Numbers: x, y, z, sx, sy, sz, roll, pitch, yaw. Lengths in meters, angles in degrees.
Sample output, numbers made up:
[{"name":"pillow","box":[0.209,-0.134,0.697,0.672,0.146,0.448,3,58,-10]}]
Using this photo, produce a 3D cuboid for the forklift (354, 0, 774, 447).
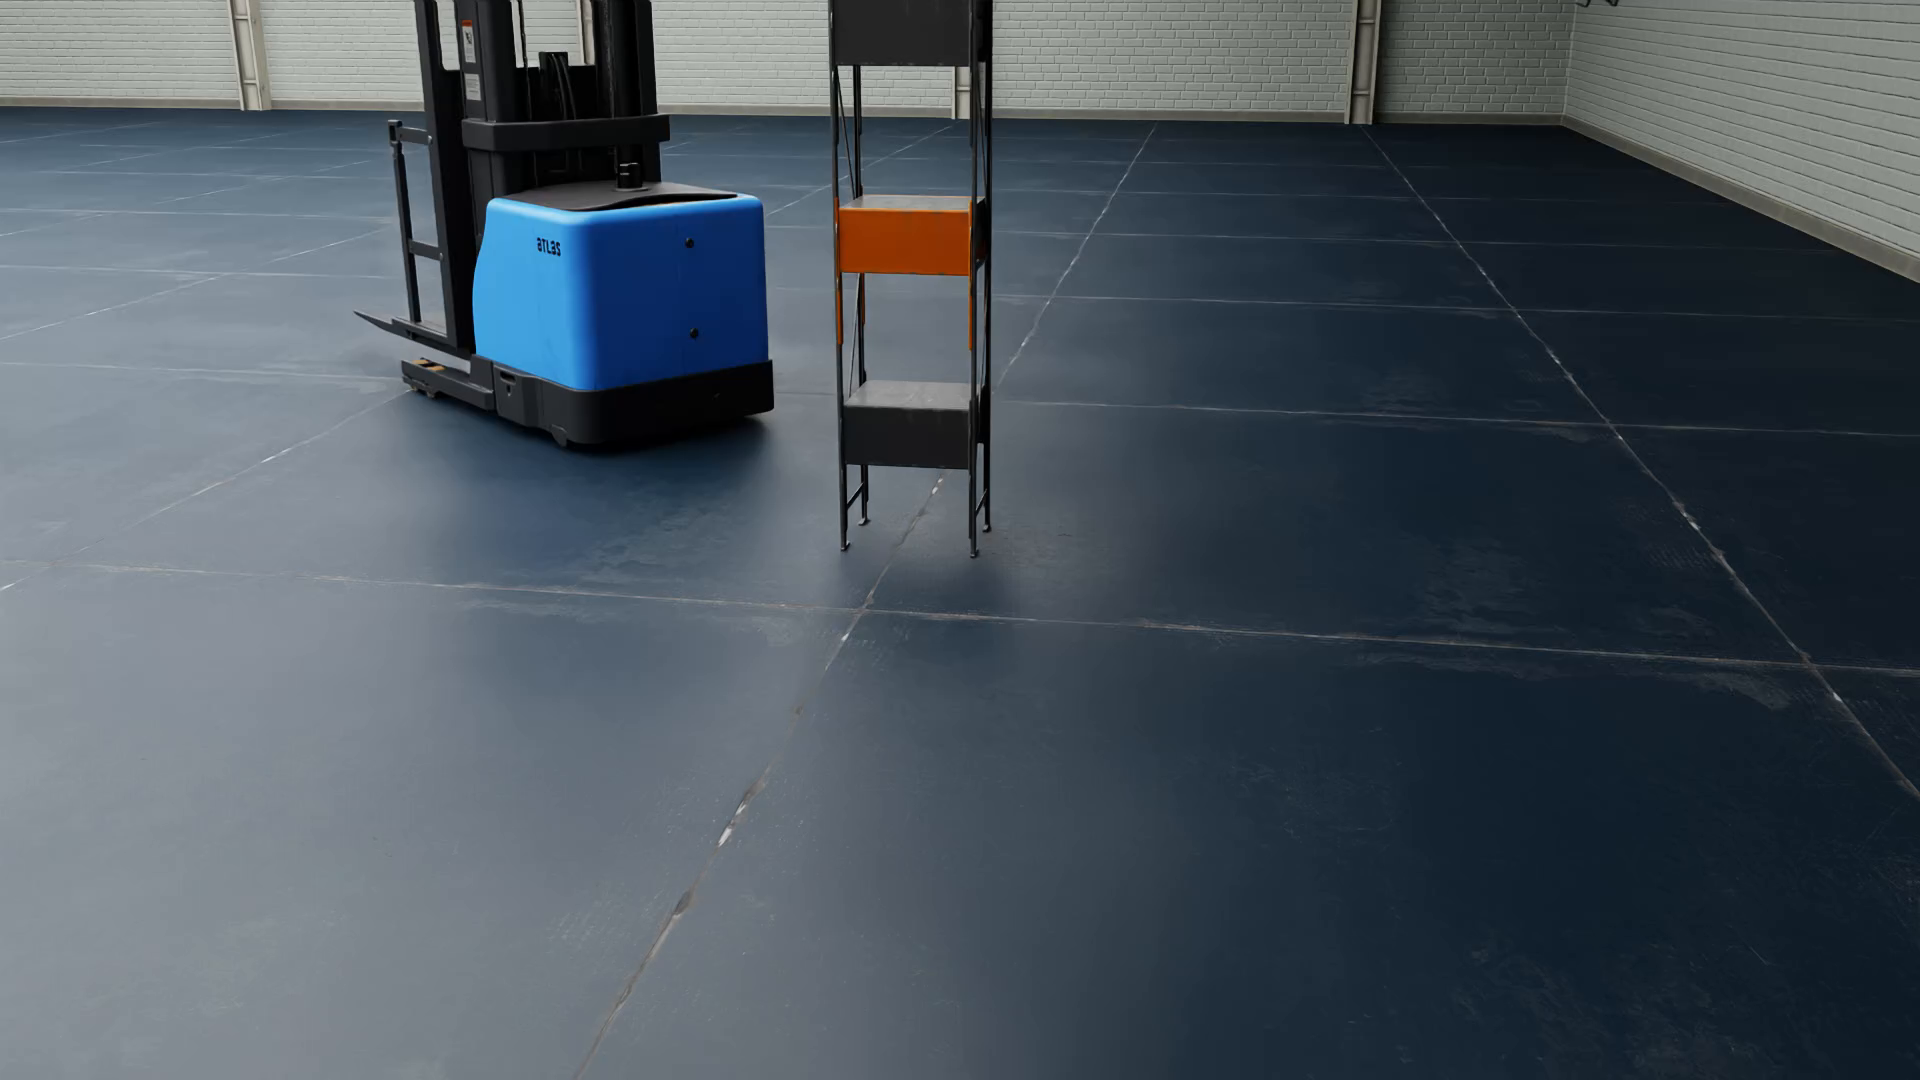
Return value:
[{"name":"forklift","box":[-2.234,-2.202,8.265,1.130,2.935,3.031,-15,24,-38]}]

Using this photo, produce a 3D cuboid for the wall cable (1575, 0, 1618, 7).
[{"name":"wall cable","box":[8.710,-8.524,22.491,0.112,2.526,3.097,3,19,9]}]

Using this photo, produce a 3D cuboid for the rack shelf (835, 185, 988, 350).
[{"name":"rack shelf","box":[-0.163,-0.991,5.999,0.480,0.518,0.431,3,19,9]}]

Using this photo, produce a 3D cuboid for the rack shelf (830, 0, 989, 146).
[{"name":"rack shelf","box":[-0.163,-1.655,5.777,0.480,0.518,0.431,3,19,9]}]

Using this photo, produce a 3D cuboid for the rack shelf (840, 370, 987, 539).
[{"name":"rack shelf","box":[-0.163,-0.327,6.221,0.480,0.518,0.431,3,19,9]}]

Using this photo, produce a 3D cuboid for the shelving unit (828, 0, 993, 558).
[{"name":"shelving unit","box":[-0.163,-1.004,5.995,0.503,2.100,0.431,3,19,9]}]

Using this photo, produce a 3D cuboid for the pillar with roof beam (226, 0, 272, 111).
[{"name":"pillar with roof beam","box":[-12.444,-10.116,22.356,0.400,9.000,9.100,3,19,9]}]

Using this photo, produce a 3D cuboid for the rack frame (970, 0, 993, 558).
[{"name":"rack frame","box":[0.078,-0.992,5.958,0.015,2.100,0.400,3,19,9]}]

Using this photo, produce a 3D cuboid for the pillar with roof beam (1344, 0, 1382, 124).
[{"name":"pillar with roof beam","box":[5.328,-9.211,19.649,0.400,9.000,9.100,3,19,9]}]

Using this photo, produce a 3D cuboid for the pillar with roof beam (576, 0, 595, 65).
[{"name":"pillar with roof beam","box":[-6.520,-9.814,21.454,0.400,9.000,9.100,3,19,9]}]

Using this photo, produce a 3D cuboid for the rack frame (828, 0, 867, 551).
[{"name":"rack frame","box":[-0.404,-1.016,6.032,0.015,2.100,0.400,3,19,9]}]

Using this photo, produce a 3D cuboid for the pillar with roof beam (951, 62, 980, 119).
[{"name":"pillar with roof beam","box":[-0.596,-9.513,20.551,0.400,9.000,9.100,3,19,9]}]
